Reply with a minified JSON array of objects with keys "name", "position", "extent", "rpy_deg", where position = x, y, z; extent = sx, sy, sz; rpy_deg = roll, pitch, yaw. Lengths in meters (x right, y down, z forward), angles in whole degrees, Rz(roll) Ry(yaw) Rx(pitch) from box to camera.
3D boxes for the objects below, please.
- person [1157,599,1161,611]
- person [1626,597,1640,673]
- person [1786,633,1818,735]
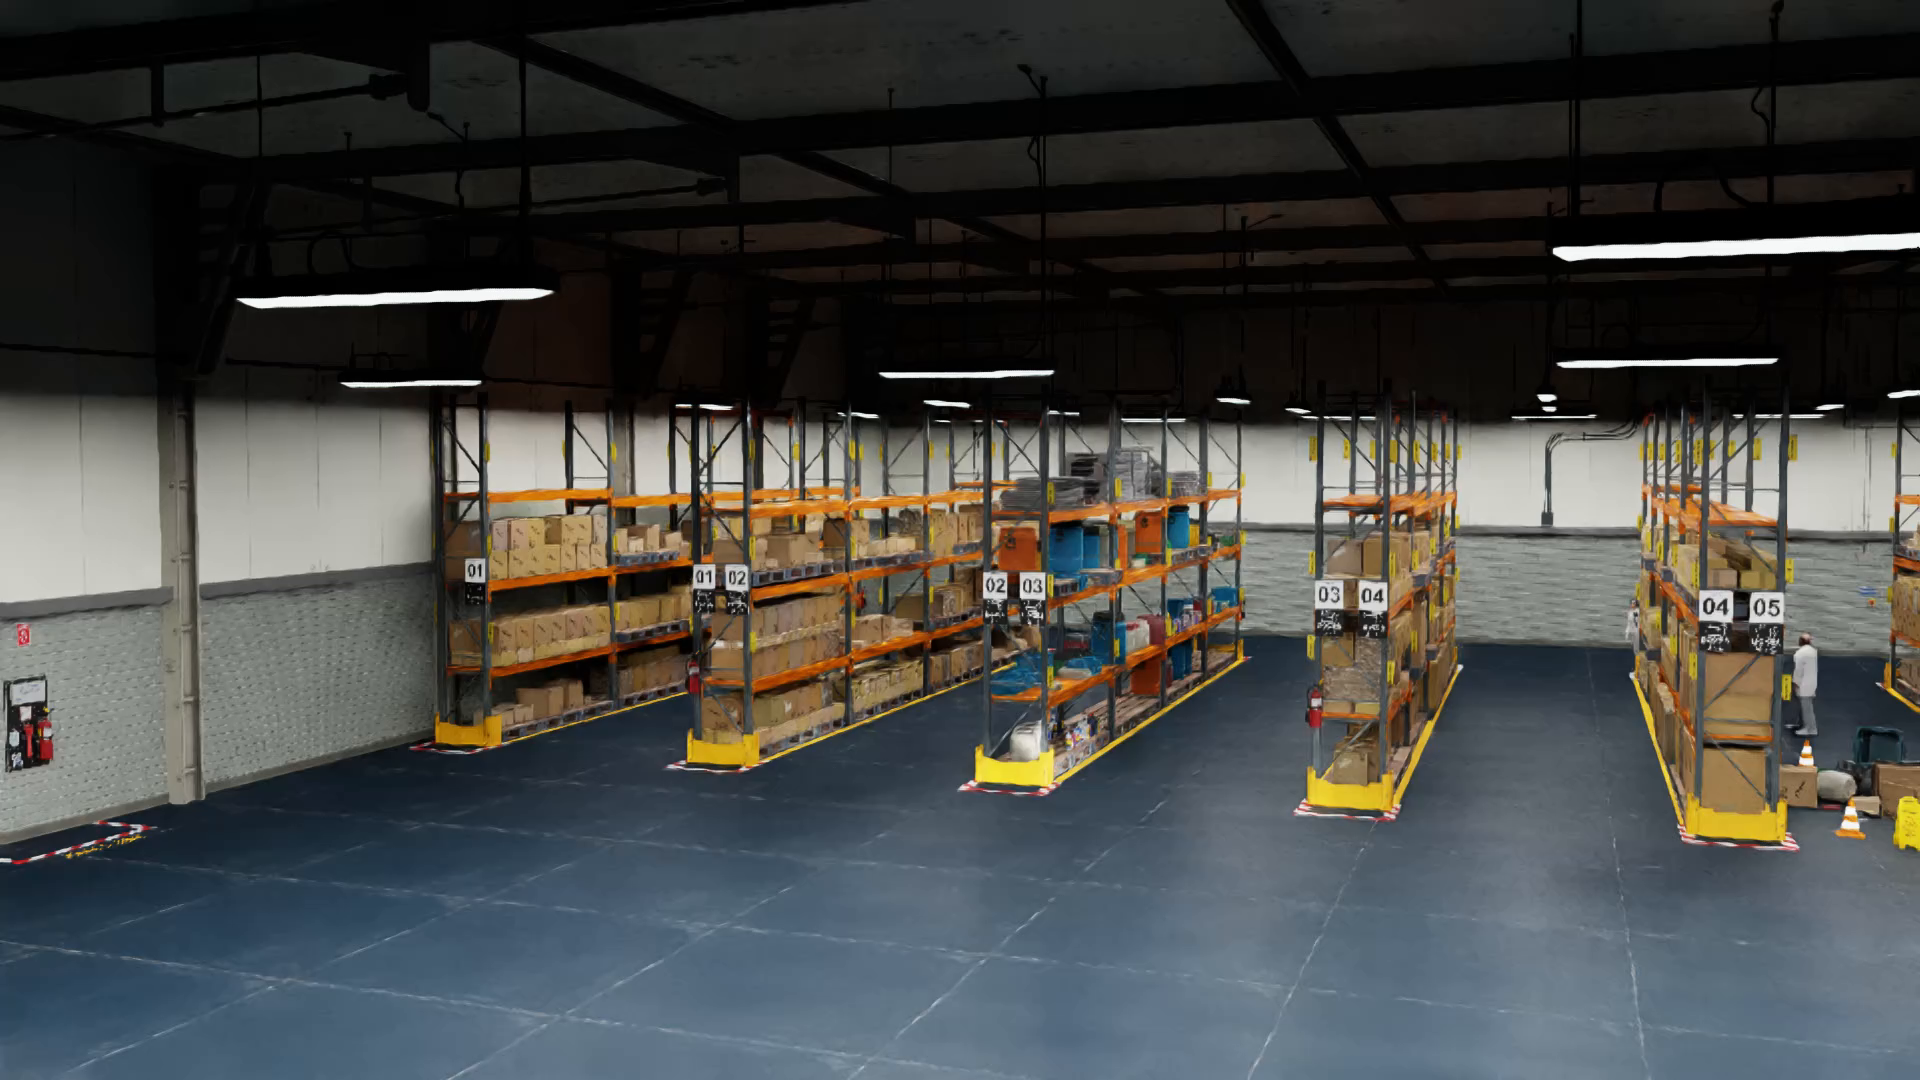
[{"name":"person","position":[4.753,2.147,38.339],"extent":[0.509,1.619,0.946],"rpy_deg":[3,4,41]},{"name":"person","position":[15.475,2.160,37.941],"extent":[0.501,1.699,0.570],"rpy_deg":[-1,3,-12]},{"name":"person","position":[14.938,2.525,29.477],"extent":[0.677,1.775,0.636],"rpy_deg":[-2,4,-39]}]
